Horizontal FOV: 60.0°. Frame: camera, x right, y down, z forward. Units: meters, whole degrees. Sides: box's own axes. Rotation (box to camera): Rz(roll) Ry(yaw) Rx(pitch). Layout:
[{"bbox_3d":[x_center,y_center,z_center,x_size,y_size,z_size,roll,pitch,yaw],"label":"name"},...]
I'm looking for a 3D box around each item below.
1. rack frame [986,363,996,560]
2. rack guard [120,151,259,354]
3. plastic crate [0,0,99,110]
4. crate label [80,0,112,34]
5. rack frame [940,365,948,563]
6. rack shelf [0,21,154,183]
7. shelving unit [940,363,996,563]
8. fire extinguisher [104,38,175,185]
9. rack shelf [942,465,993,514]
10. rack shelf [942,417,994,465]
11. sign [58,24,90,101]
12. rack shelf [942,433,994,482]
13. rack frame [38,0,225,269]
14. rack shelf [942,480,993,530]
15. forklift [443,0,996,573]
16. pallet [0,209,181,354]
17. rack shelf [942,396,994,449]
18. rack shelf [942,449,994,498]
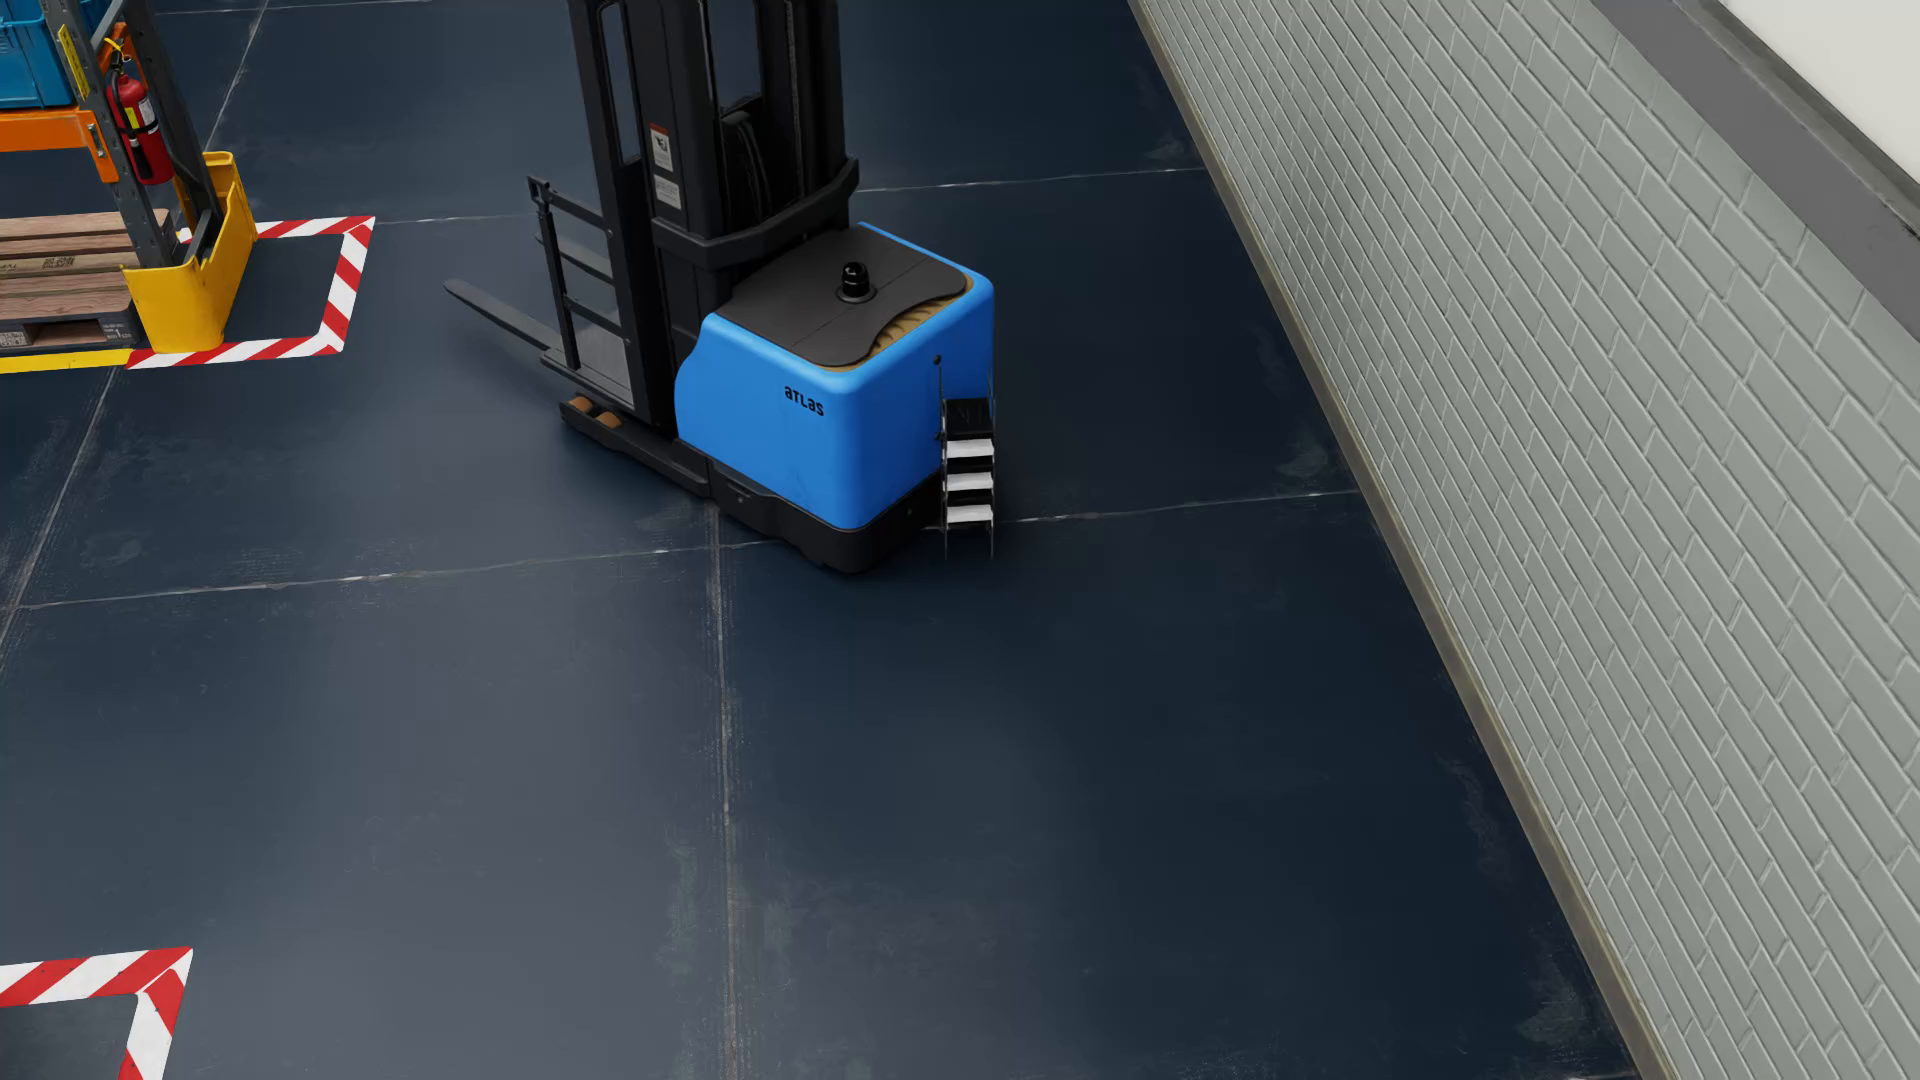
[{"bbox_3d":[0.132,-0.327,7.156,0.006,0.900,0.240,-4,42,-4],"label":"rack frame"},{"bbox_3d":[-4.052,-1.535,8.794,0.348,0.500,1.175,-5,42,-6],"label":"rack guard"},{"bbox_3d":[-4.382,-2.335,7.743,0.499,0.435,0.616,-5,42,-6],"label":"plastic crate"},{"bbox_3d":[-4.361,-2.610,8.199,0.303,0.233,0.416,-5,42,-6],"label":"crate label"},{"bbox_3d":[-0.070,-0.313,7.141,0.006,0.900,0.240,-4,42,-4],"label":"rack frame"},{"bbox_3d":[-6.057,-2.012,7.993,4.000,0.370,1.077,-5,42,-6],"label":"rack shelf"},{"bbox_3d":[0.031,-0.320,7.148,0.210,0.900,0.258,-4,42,-4],"label":"shelving unit"},{"bbox_3d":[-3.865,-1.997,7.776,0.183,0.674,0.296,-5,42,-6],"label":"fire extinguisher"},{"bbox_3d":[0.031,-0.229,7.231,0.200,0.077,0.258,-4,42,-4],"label":"rack shelf"},{"bbox_3d":[0.031,-0.429,7.050,0.200,0.077,0.258,-4,42,-4],"label":"rack shelf"},{"bbox_3d":[-3.986,-2.149,7.487,0.005,0.325,0.100,-5,42,-6],"label":"sign"},{"bbox_3d":[0.031,-0.362,7.110,0.200,0.077,0.258,-4,42,-4],"label":"rack shelf"},{"bbox_3d":[-4.074,-2.453,7.945,0.127,3.000,1.000,-5,42,-6],"label":"rack frame"},{"bbox_3d":[0.031,-0.162,7.291,0.200,0.077,0.258,-4,42,-4],"label":"rack shelf"},{"bbox_3d":[-1.297,-1.778,7.248,3.031,2.935,1.130,29,49,28],"label":"forklift"},{"bbox_3d":[-4.897,-1.371,8.828,1.213,0.211,1.003,-5,42,-6],"label":"pallet"},{"bbox_3d":[0.031,-0.496,6.990,0.200,0.077,0.258,-4,42,-4],"label":"rack shelf"},{"bbox_3d":[0.031,-0.295,7.171,0.200,0.077,0.258,-4,42,-4],"label":"rack shelf"}]
